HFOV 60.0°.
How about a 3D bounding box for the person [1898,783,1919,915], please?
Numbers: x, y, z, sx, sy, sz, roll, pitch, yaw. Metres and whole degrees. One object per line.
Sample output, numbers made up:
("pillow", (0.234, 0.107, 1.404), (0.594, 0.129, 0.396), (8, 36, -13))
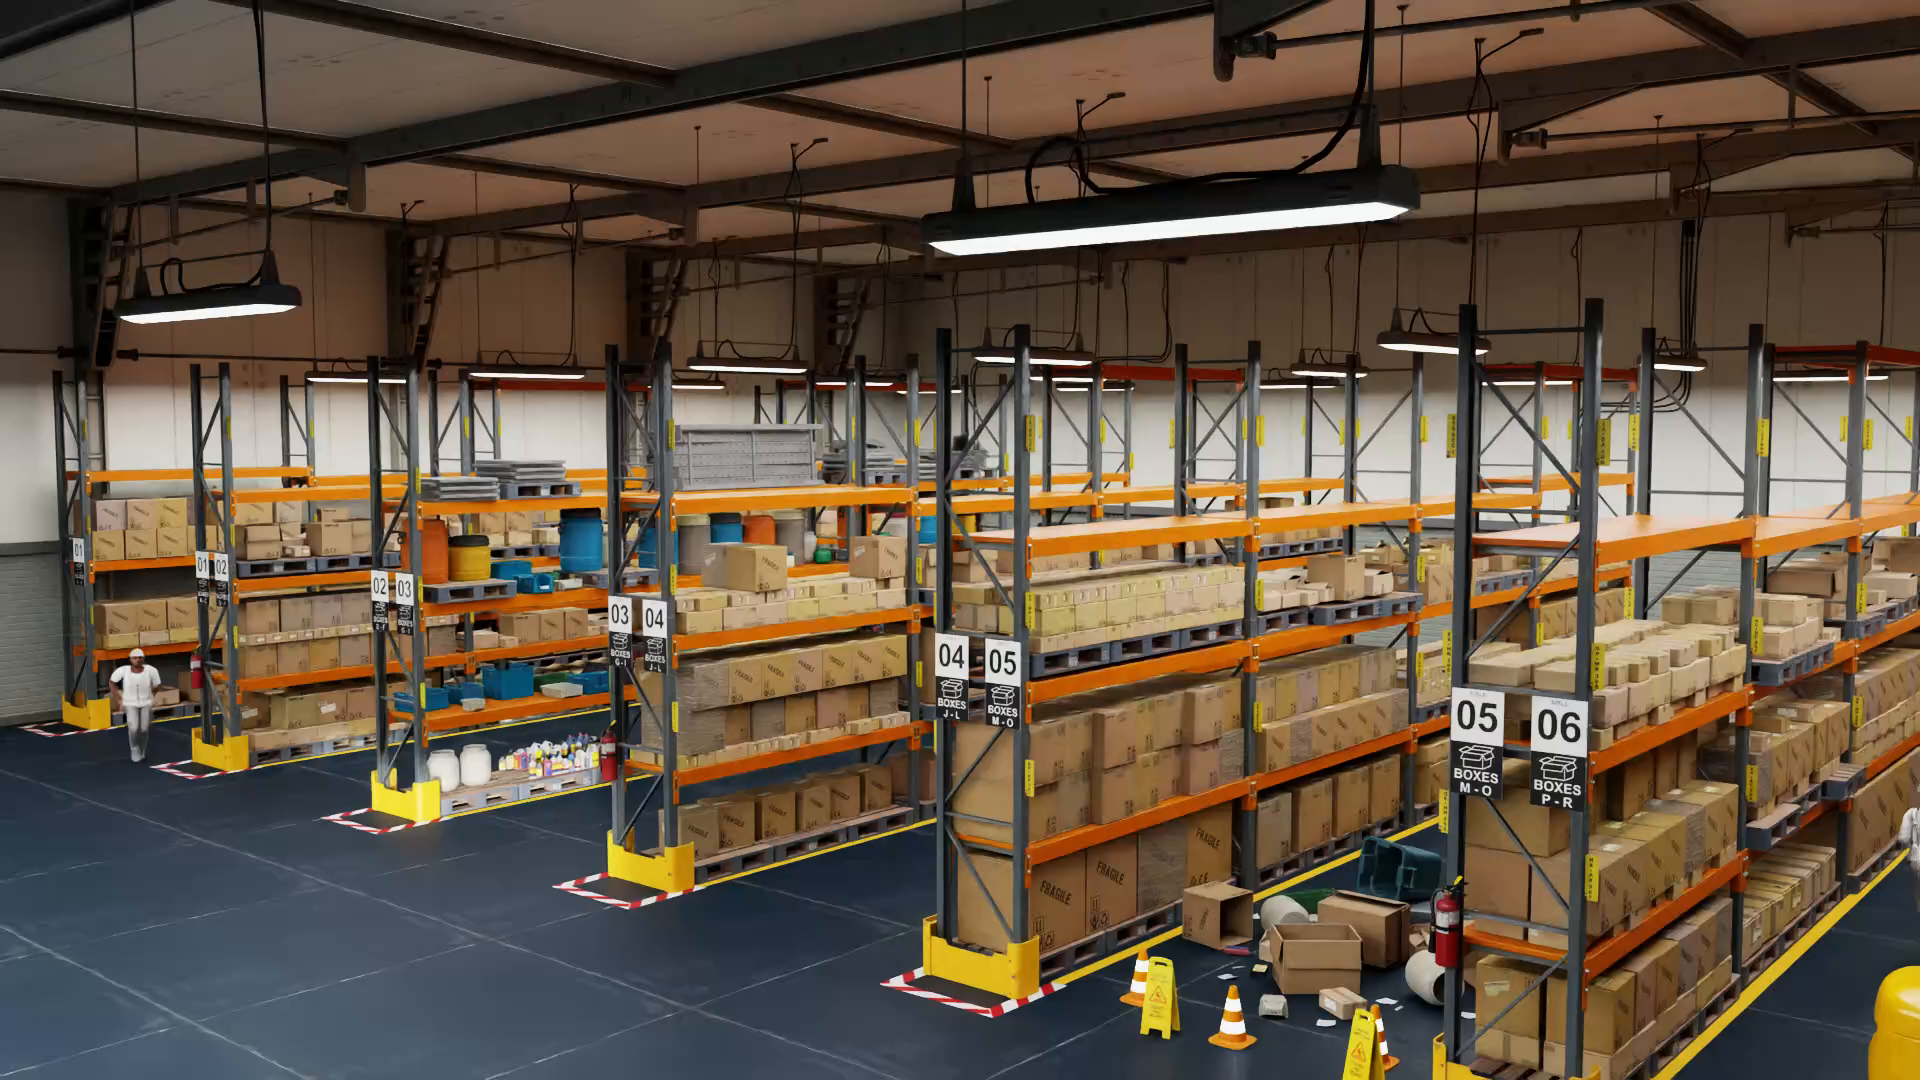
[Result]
("person", (9.494, 3.185, 16.216), (0.619, 1.609, 0.750), (2, 5, 25))

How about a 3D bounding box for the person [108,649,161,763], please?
("person", (-12.392, 2.499, 25.010), (0.708, 1.747, 0.729), (-2, 5, -29))

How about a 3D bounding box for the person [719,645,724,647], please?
("person", (-3.818, 2.309, 27.563), (0.610, 1.739, 0.695), (-1, 4, -12))
